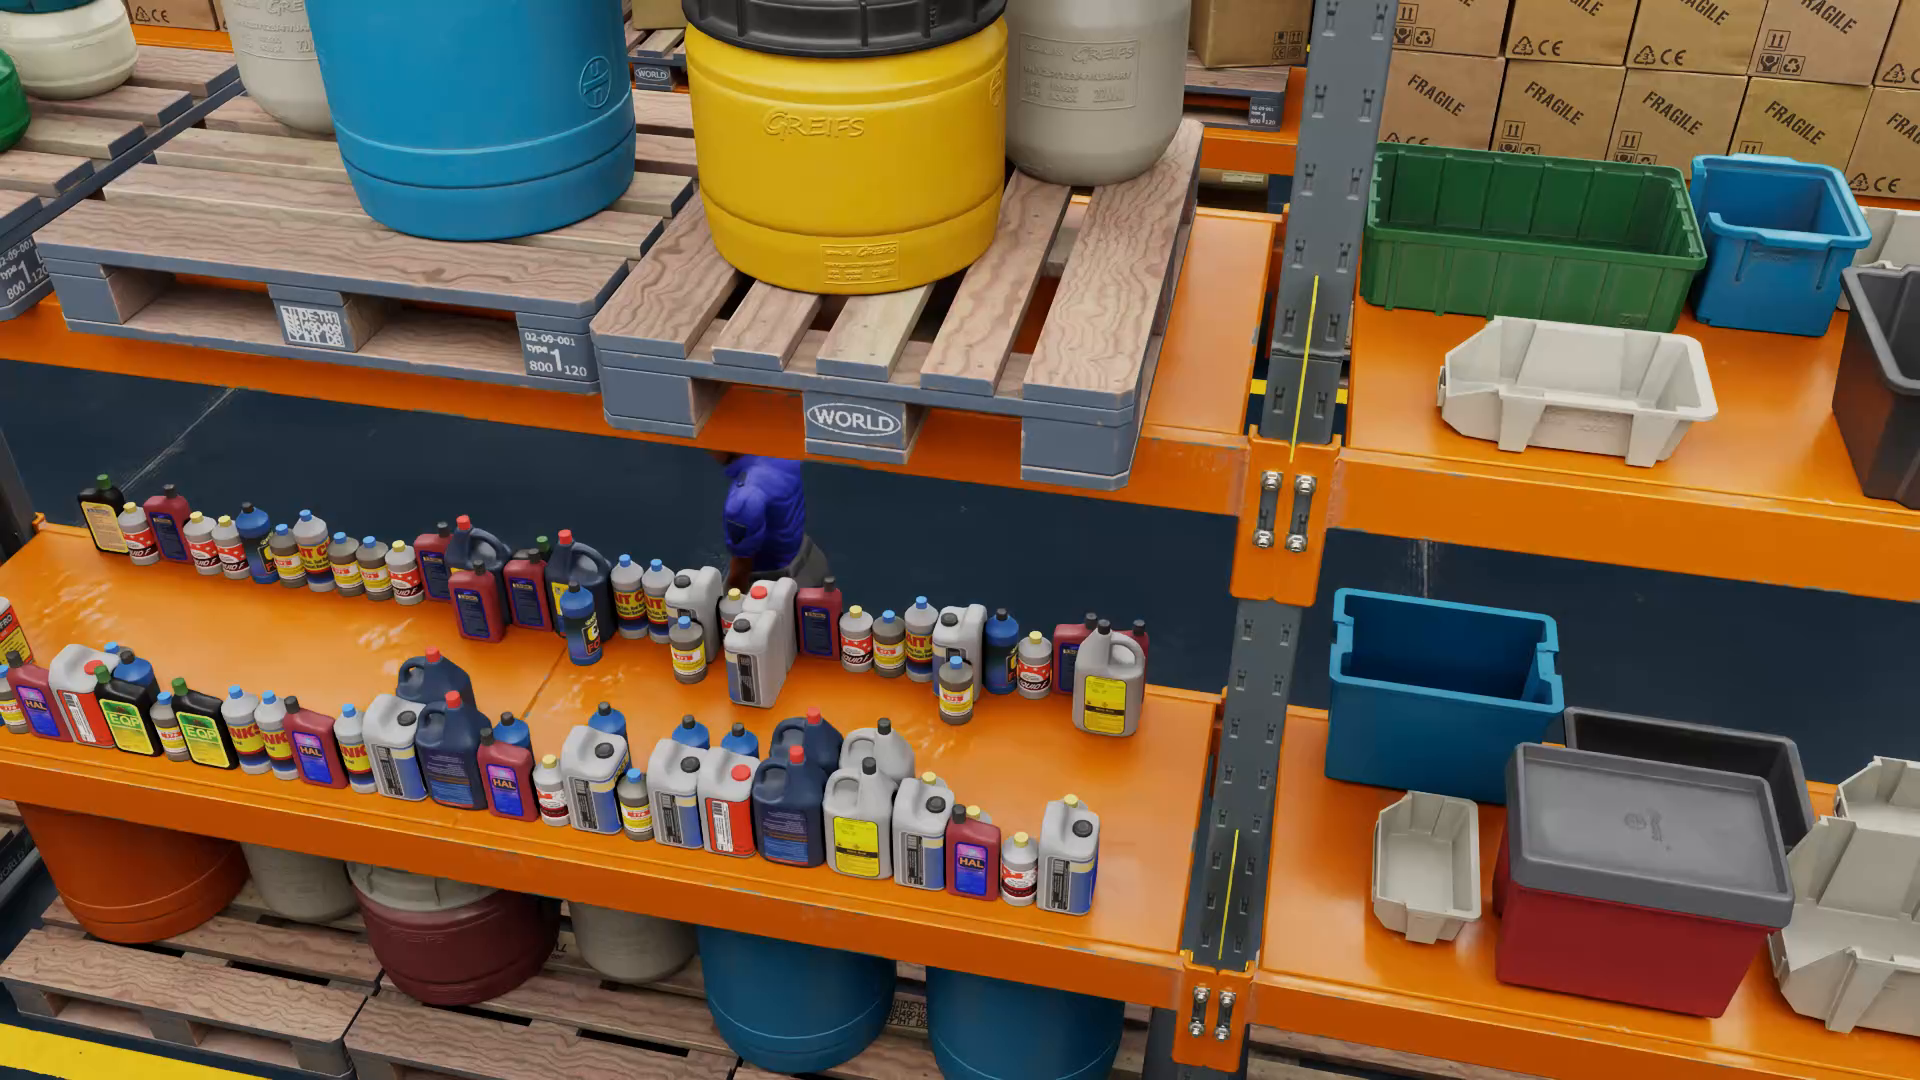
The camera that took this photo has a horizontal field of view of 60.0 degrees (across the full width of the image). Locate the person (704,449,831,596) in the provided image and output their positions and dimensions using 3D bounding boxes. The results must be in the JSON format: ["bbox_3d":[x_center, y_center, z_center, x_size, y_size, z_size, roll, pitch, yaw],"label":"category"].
[{"bbox_3d":[-0.698,0.181,5.984,0.411,1.585,0.465,8,38,11],"label":"person"}]
